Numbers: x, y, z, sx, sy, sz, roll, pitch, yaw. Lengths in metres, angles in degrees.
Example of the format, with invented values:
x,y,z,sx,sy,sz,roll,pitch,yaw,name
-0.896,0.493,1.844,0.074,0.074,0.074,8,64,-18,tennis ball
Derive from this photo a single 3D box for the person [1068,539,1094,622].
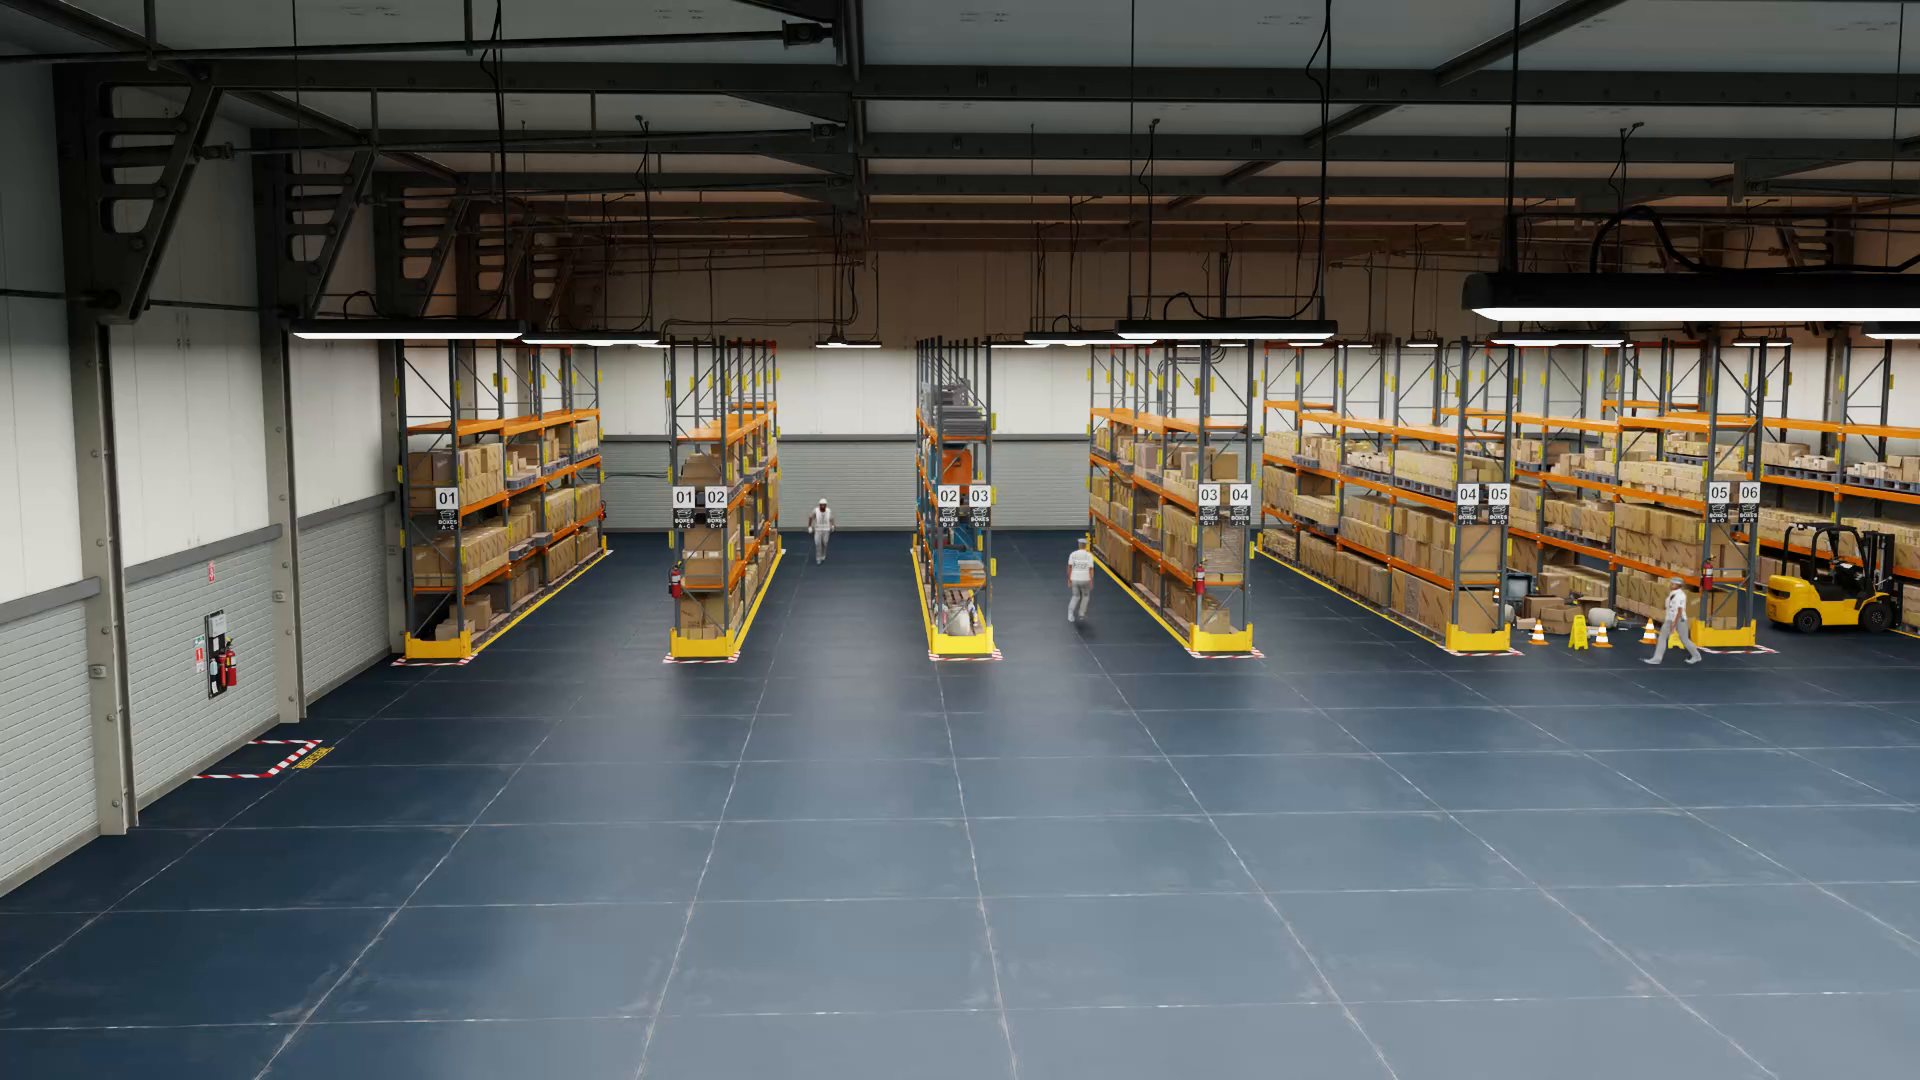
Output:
x,y,z,sx,sy,sz,roll,pitch,yaw,name
2.547,0.857,35.062,0.529,1.747,0.534,4,8,32,person

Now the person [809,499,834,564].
x,y,z,sx,sy,sz,roll,pitch,yaw,name
-3.760,-0.227,45.127,0.693,1.800,0.871,-1,7,-5,person

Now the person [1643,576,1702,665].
x,y,z,sx,sy,sz,roll,pitch,yaw,name
13.008,1.469,30.266,0.978,1.633,0.448,-2,7,-17,person
